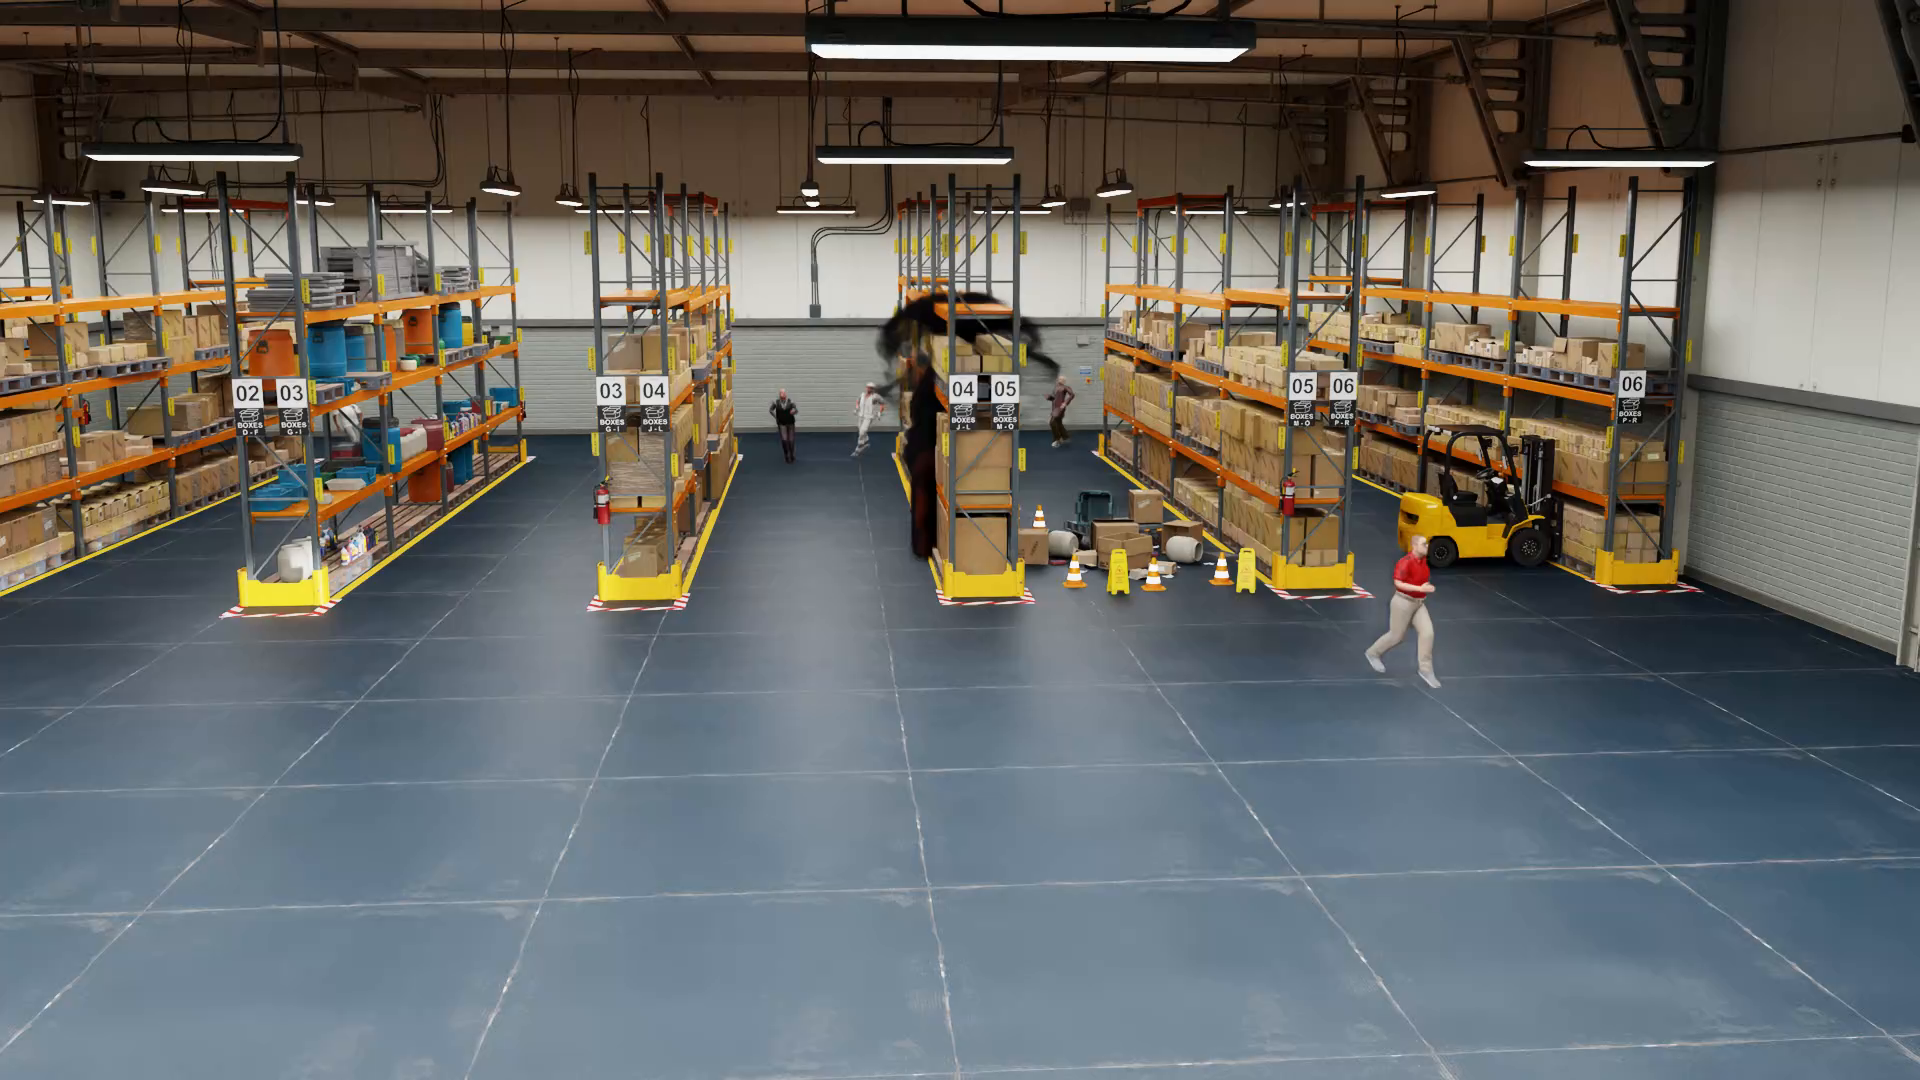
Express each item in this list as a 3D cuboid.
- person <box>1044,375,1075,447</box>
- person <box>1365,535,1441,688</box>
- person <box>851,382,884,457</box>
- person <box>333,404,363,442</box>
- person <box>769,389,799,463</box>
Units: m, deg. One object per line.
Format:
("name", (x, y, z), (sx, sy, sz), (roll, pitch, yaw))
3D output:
("person", (2.486, -3.252, 42.029), (0.776, 1.826, 0.685), (-4, 11, -22))
("person", (5.183, 0.795, 19.311), (0.687, 1.766, 0.995), (-10, 14, -43))
("person", (-2.262, -2.924, 40.133), (0.723, 1.793, 0.890), (6, 12, 32))
("person", (-14.233, -2.620, 38.858), (0.617, 1.698, 0.623), (10, 14, 44))
("person", (-4.095, -2.654, 38.896), (0.656, 1.764, 0.729), (-3, 10, -16))
